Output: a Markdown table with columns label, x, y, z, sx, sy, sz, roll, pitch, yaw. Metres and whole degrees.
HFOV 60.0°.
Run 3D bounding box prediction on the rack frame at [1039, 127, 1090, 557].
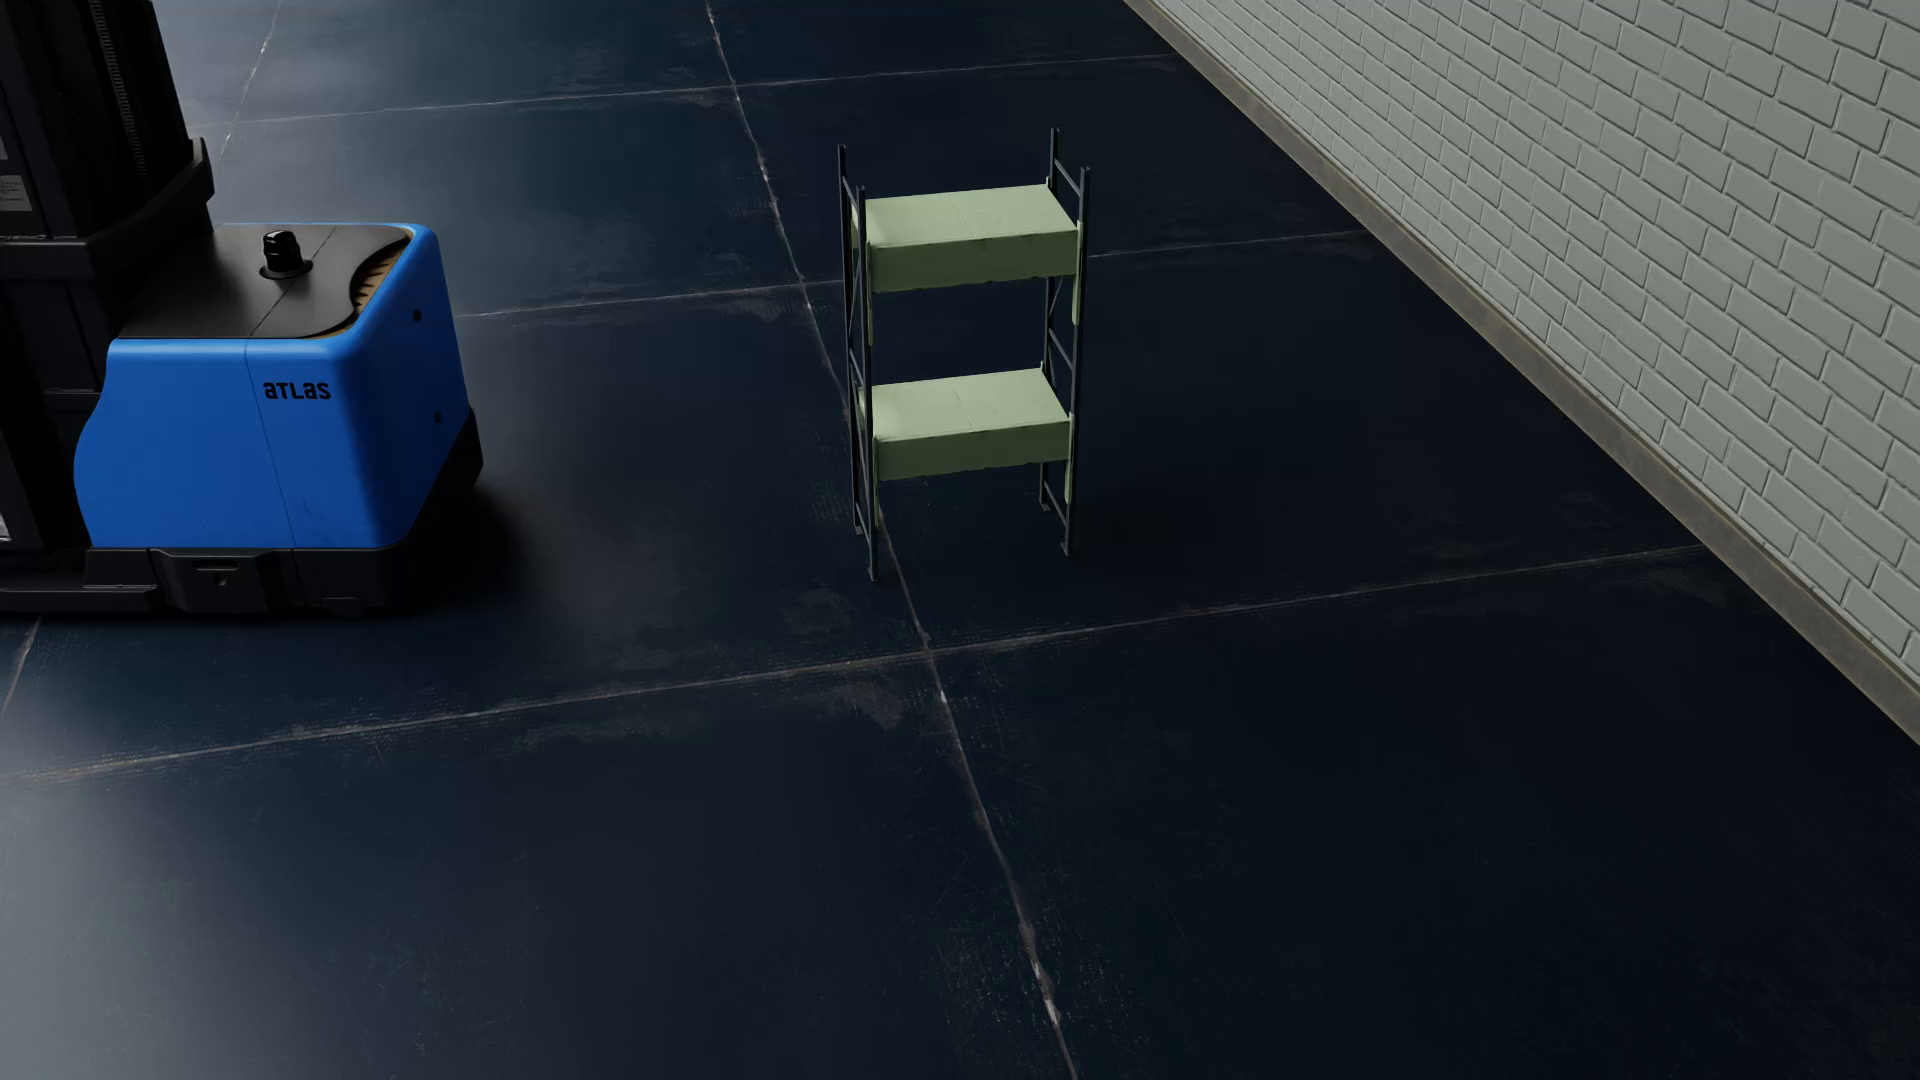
| label | x | y | z | sx | sy | sz | roll | pitch | yaw |
| --- | --- | --- | --- | --- | --- | --- | --- | --- | --- |
| rack frame | 0.364 | -0.669 | 5.900 | 0.023 | 1.500 | 0.400 | -7 | 35 | -11 |

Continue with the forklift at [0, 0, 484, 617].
| label | x | y | z | sx | sy | sz | roll | pitch | yaw |
| --- | --- | --- | --- | --- | --- | --- | --- | --- | --- |
| forklift | -3.397 | -1.220 | 5.437 | 3.031 | 2.935 | 1.130 | 0 | 34 | 0 |

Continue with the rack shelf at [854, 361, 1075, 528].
| label | x | y | z | sx | sy | sz | roll | pitch | yaw |
| --- | --- | --- | --- | --- | --- | --- | --- | --- | --- |
| rack shelf | 0.007 | -0.353 | 6.015 | 0.720 | 0.370 | 0.431 | -7 | 35 | -11 |

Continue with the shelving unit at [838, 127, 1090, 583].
| label | x | y | z | sx | sy | sz | roll | pitch | yaw |
| --- | --- | --- | --- | --- | --- | --- | --- | --- | --- |
| shelving unit | 0.007 | -0.624 | 5.833 | 0.755 | 1.500 | 0.431 | -7 | 35 | -11 |

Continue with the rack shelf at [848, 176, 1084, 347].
| label | x | y | z | sx | sy | sz | roll | pitch | yaw |
| --- | --- | --- | --- | --- | --- | --- | --- | --- | --- |
| rack shelf | 0.007 | -0.948 | 5.616 | 0.720 | 0.370 | 0.431 | -7 | 35 | -11 |

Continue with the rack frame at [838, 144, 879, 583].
| label | x | y | z | sx | sy | sz | roll | pitch | yaw |
| --- | --- | --- | --- | --- | --- | --- | --- | --- | --- |
| rack frame | -0.350 | -0.579 | 5.766 | 0.023 | 1.500 | 0.400 | -7 | 35 | -11 |
